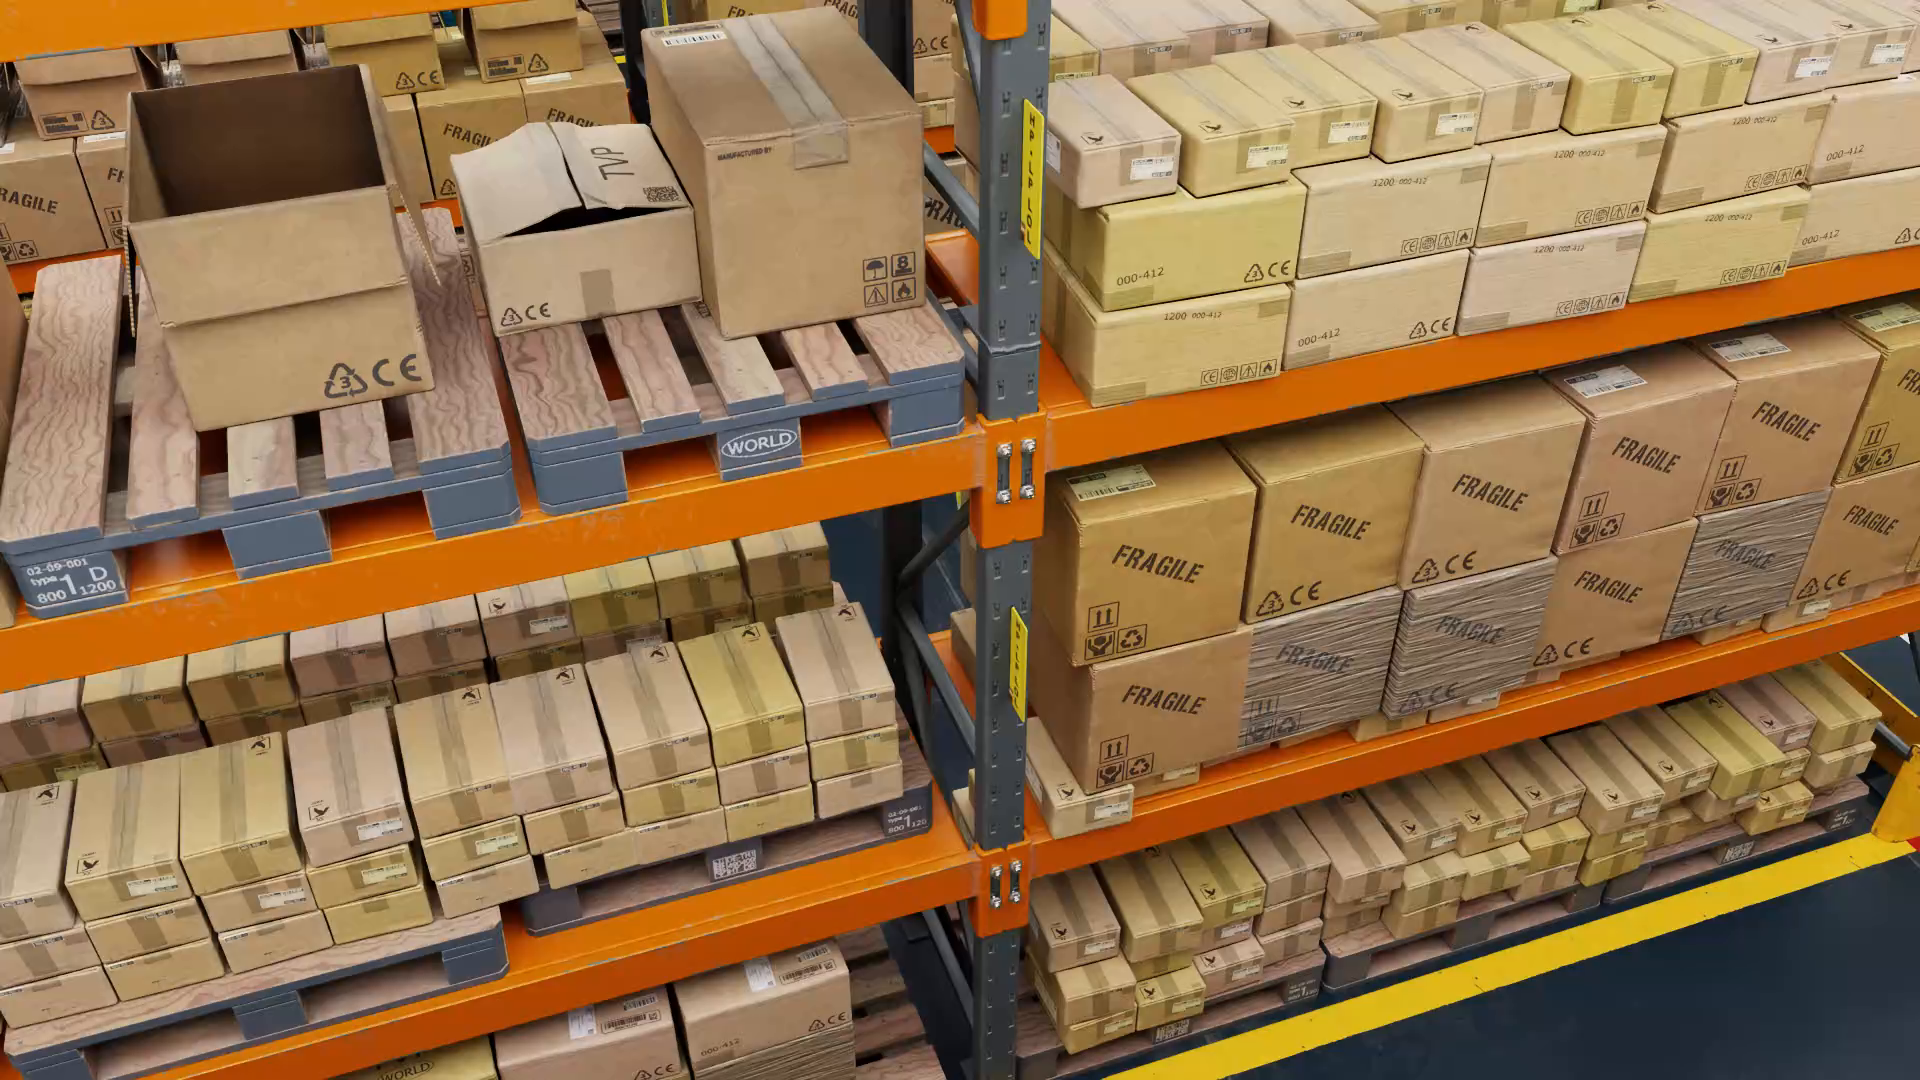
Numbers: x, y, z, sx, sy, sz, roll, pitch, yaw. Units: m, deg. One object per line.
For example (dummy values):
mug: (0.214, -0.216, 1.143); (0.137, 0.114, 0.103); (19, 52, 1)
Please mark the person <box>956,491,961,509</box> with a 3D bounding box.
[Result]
person: (0.244, -0.096, 6.875); (0.577, 1.765, 0.665); (-8, 38, -10)
